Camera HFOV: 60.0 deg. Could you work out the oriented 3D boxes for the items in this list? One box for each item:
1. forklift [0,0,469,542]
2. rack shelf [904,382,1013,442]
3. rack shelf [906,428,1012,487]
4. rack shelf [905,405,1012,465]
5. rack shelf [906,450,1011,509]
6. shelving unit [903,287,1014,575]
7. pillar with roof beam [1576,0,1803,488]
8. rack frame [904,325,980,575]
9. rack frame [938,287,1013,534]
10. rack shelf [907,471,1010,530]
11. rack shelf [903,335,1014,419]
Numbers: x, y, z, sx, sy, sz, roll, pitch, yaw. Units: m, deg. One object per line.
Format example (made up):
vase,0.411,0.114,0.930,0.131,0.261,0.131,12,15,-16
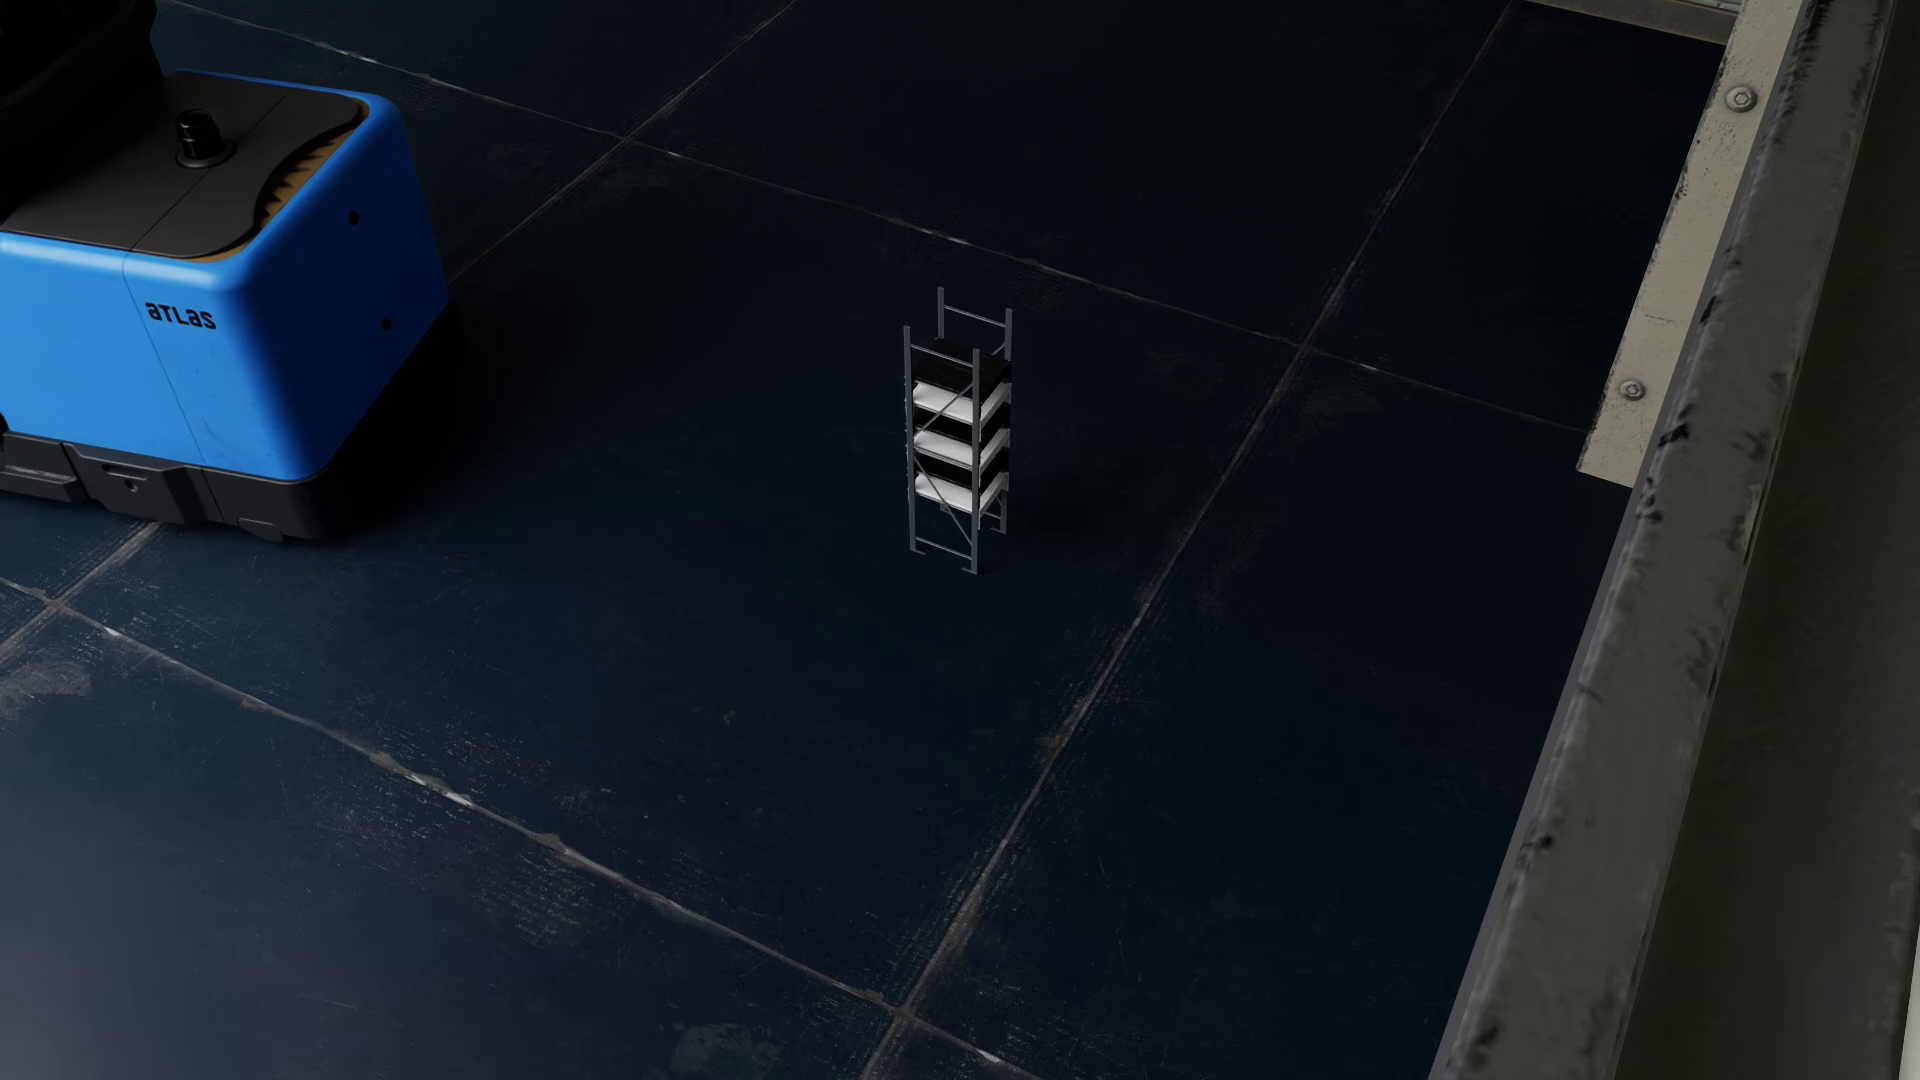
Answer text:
forklift,-3.315,-1.586,4.852,3.031,2.935,1.130,10,46,10
rack shelf,-0.004,-0.414,4.916,0.258,0.077,0.200,20,49,19
rack shelf,-0.004,-0.288,5.044,0.258,0.077,0.200,20,49,19
rack shelf,-0.004,-0.351,4.980,0.258,0.077,0.200,20,49,19
rack shelf,-0.004,-0.225,5.108,0.258,0.077,0.200,20,49,19
shelving unit,-0.004,-0.311,5.020,0.258,0.900,0.210,20,49,19
pillar with roof beam,-1.521,-4.895,3.856,9.100,9.000,0.400,20,49,19
rack frame,-0.051,-0.247,4.957,0.240,0.900,0.006,20,49,19
rack frame,0.043,-0.375,5.084,0.240,0.900,0.006,20,49,19
rack shelf,-0.004,-0.161,5.172,0.258,0.077,0.200,20,49,19
rack shelf,-0.004,-0.478,4.852,0.258,0.077,0.200,20,49,19
